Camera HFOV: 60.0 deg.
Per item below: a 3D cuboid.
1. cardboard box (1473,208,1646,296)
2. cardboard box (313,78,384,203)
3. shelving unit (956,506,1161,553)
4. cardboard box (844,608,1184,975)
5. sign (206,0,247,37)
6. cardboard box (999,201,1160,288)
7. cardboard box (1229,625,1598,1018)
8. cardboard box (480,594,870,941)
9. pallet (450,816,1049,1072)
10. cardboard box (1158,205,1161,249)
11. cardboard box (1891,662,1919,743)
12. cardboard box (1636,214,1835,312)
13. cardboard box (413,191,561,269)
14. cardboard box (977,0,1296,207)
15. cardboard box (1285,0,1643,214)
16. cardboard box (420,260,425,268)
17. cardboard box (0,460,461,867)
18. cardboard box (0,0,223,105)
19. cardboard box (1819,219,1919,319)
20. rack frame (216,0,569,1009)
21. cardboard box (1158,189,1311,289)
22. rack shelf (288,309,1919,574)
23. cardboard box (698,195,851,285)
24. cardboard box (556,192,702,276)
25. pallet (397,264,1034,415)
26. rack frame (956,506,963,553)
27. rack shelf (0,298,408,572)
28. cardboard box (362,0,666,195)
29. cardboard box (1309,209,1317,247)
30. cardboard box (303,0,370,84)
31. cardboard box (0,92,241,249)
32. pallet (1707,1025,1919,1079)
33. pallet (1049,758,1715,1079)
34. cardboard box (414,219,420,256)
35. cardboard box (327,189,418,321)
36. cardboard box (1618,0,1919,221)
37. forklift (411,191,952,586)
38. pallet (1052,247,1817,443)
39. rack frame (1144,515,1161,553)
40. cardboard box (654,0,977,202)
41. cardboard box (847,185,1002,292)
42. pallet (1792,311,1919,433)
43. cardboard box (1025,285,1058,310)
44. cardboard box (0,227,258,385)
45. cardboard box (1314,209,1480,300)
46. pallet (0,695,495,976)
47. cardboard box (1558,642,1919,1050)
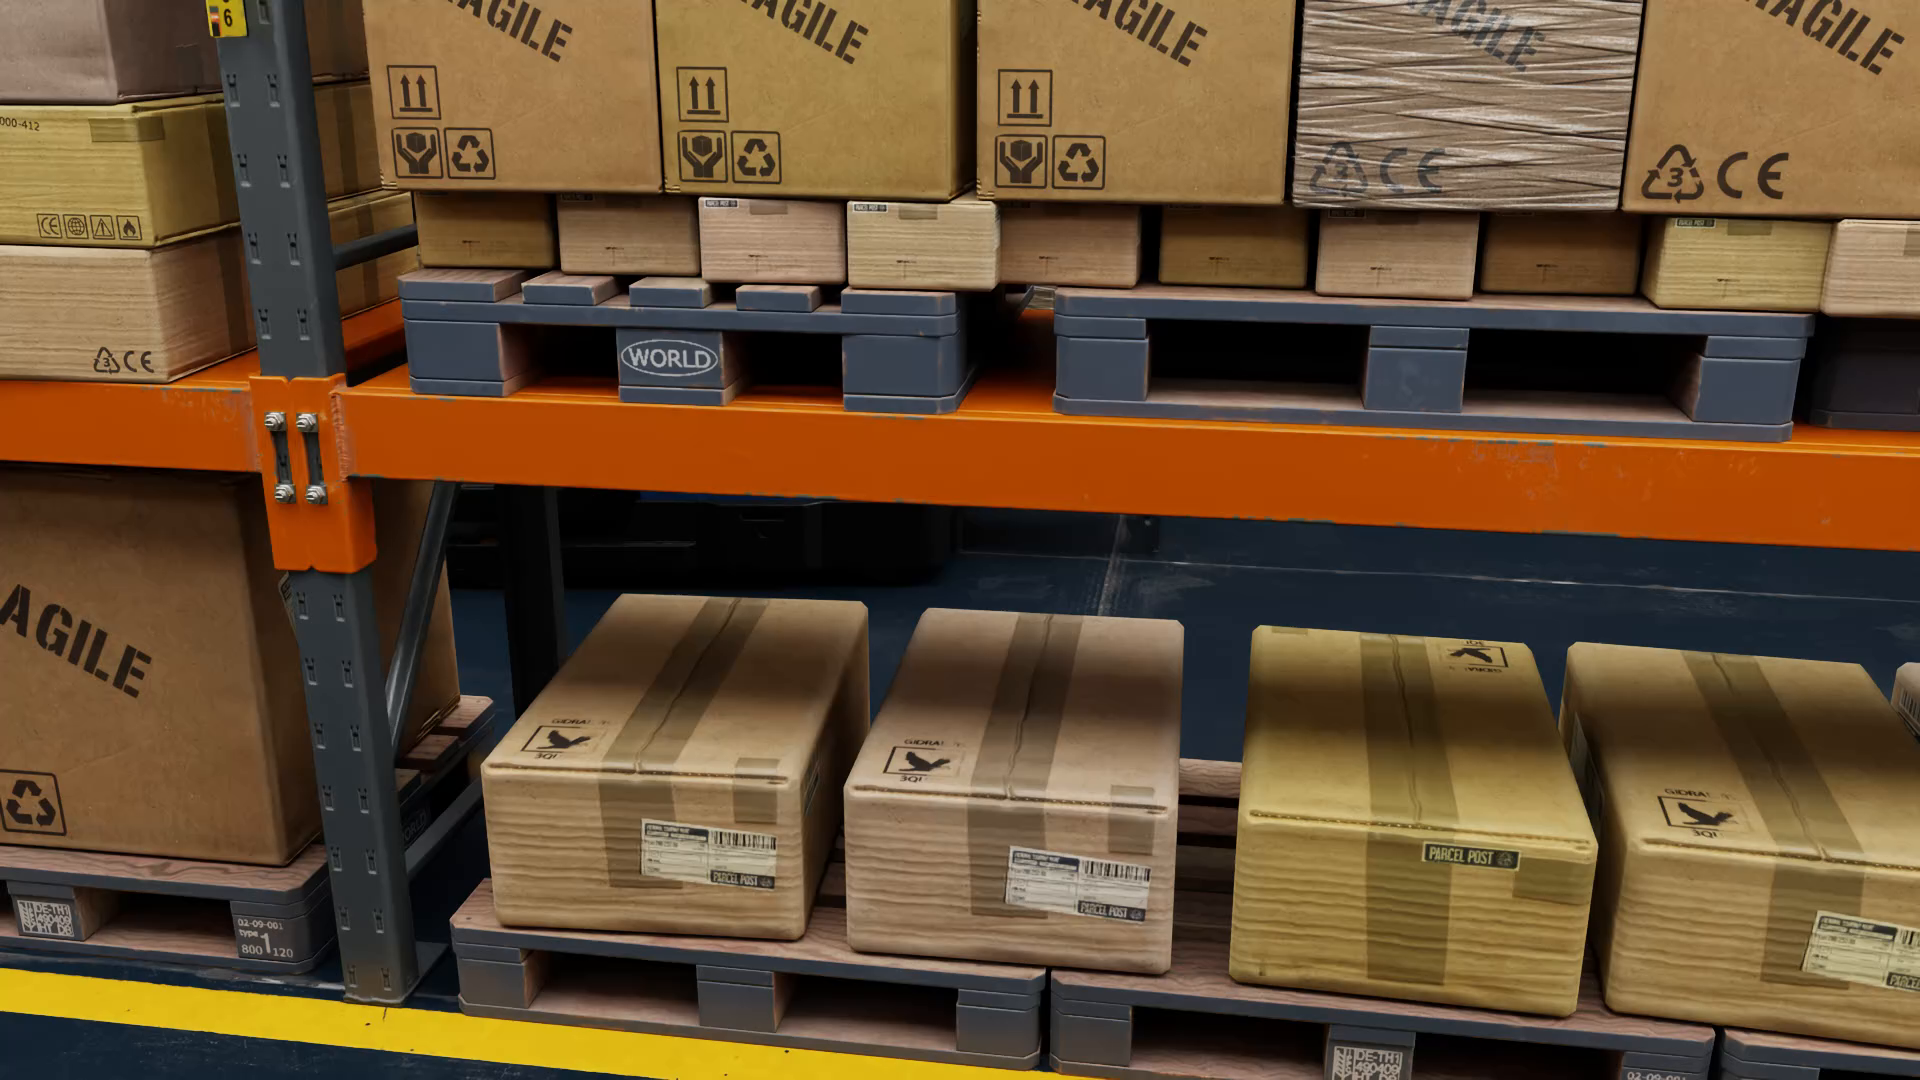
[{"bbox_3d":[1.017,-0.537,2.915,0.250,0.149,0.380,2,19,7],"label":"cardboard box"},{"bbox_3d":[-1.593,-0.887,3.674,0.500,0.250,0.500,3,19,8],"label":"cardboard box"},{"bbox_3d":[0.365,-0.727,6.112,0.755,1.500,0.431,0,19,1],"label":"shelving unit"},{"bbox_3d":[0.154,0.495,3.575,0.625,0.372,0.950,3,19,8],"label":"cardboard box"},{"bbox_3d":[-1.217,-0.993,2.718,0.005,0.325,0.100,3,19,9],"label":"sign"},{"bbox_3d":[0.215,-0.562,2.990,0.250,0.149,0.380,4,19,12],"label":"cardboard box"},{"bbox_3d":[0.902,0.535,3.455,0.625,0.372,0.950,4,19,10],"label":"cardboard box"},{"bbox_3d":[-0.576,0.461,3.678,0.625,0.372,0.950,2,19,5],"label":"cardboard box"},{"bbox_3d":[-0.361,0.744,3.746,1.213,0.211,1.003,3,19,9],"label":"pallet"},{"bbox_3d":[0.510,-0.689,3.368,0.250,0.149,0.380,3,19,9],"label":"cardboard box"},{"bbox_3d":[2.299,0.605,3.247,0.625,0.372,0.950,3,19,9],"label":"cardboard box"},{"bbox_3d":[1.260,-0.492,2.779,0.250,0.149,0.380,3,19,9],"label":"cardboard box"},{"bbox_3d":[-0.841,-0.623,3.172,0.250,0.149,0.380,2,19,5],"label":"cardboard box"},{"bbox_3d":[0.316,-0.862,2.863,0.500,0.500,0.500,3,19,10],"label":"cardboard box"},{"bbox_3d":[0.809,-0.834,2.780,0.500,0.500,0.500,2,19,7],"label":"cardboard box"},{"bbox_3d":[-2.837,-1.243,8.568,0.500,0.500,0.500,2,19,7],"label":"cardboard box"},{"bbox_3d":[-1.801,0.130,3.874,0.875,0.875,0.875,3,19,8],"label":"cardboard box"},{"bbox_3d":[-1.684,-1.083,3.080,0.500,0.500,0.500,2,19,7],"label":"cardboard box"},{"bbox_3d":[1.496,-0.468,2.709,0.250,0.149,0.380,3,19,9],"label":"cardboard box"},{"bbox_3d":[-1.132,-0.618,3.422,0.127,3.000,1.000,3,19,9],"label":"rack frame"},{"bbox_3d":[0.500,-0.560,2.984,0.250,0.149,0.380,4,19,11],"label":"cardboard box"},{"bbox_3d":[0.843,-0.176,3.235,4.000,0.370,1.077,3,19,9],"label":"rack shelf"},{"bbox_3d":[-0.304,-0.570,3.014,0.250,0.149,0.380,2,19,5],"label":"cardboard box"},{"bbox_3d":[-0.567,-0.598,3.098,0.250,0.149,0.380,2,19,5],"label":"cardboard box"},{"bbox_3d":[-0.412,-0.524,3.445,1.003,0.211,1.213,3,19,9],"label":"pallet"},{"bbox_3d":[-0.001,-0.728,6.116,0.023,1.500,0.400,0,19,1],"label":"rack frame"},{"bbox_3d":[-3.107,-0.377,3.837,4.000,0.370,1.077,3,19,9],"label":"rack shelf"},{"bbox_3d":[-0.725,-0.910,3.008,0.500,0.500,0.500,2,19,7],"label":"cardboard box"},{"bbox_3d":[0.771,-0.702,3.407,0.250,0.149,0.380,2,19,7],"label":"cardboard box"},{"bbox_3d":[-1.580,-1.241,3.551,0.500,0.500,0.500,2,19,7],"label":"cardboard box"},{"bbox_3d":[-1.651,-0.728,3.201,0.500,0.250,0.500,3,19,8],"label":"cardboard box"},{"bbox_3d":[2.048,0.867,3.379,1.213,0.211,1.003,3,19,9],"label":"pallet"},{"bbox_3d":[0.840,0.807,3.560,1.213,0.211,1.003,3,19,9],"label":"pallet"},{"bbox_3d":[-2.687,-1.548,8.458,0.250,0.149,0.380,4,19,11],"label":"cardboard box"},{"bbox_3d":[-1.575,-0.650,3.755,0.500,0.250,0.500,3,19,8],"label":"cardboard box"},{"bbox_3d":[1.326,-0.808,2.702,0.500,0.500,0.500,4,19,11],"label":"cardboard box"},{"bbox_3d":[-1.548,-1.396,5.856,3.031,2.935,1.130,0,19,1],"label":"forklift"},{"bbox_3d":[0.829,-0.440,3.193,1.213,0.211,1.003,3,19,9],"label":"pallet"},{"bbox_3d":[0.731,-0.725,6.107,0.023,1.500,0.400,0,19,1],"label":"rack frame"},{"bbox_3d":[-0.209,-0.886,2.936,0.500,0.500,0.500,4,19,11],"label":"cardboard box"},{"bbox_3d":[-0.036,-0.550,2.953,0.250,0.149,0.380,3,19,9],"label":"cardboard box"},{"bbox_3d":[2.086,-0.409,3.102,1.213,0.211,1.003,3,19,9],"label":"pallet"},{"bbox_3d":[0.265,-1.210,8.274,0.625,0.625,0.875,4,19,10],"label":"cardboard box"},{"bbox_3d":[-1.673,-0.491,3.279,0.500,0.250,0.500,2,19,7],"label":"cardboard box"},{"bbox_3d":[0.747,-0.527,2.884,0.250,0.149,0.380,4,19,10],"label":"cardboard box"},{"bbox_3d":[-1.899,0.641,4.054,1.213,0.211,1.003,3,19,9],"label":"pallet"},{"bbox_3d":[1.589,0.570,3.352,0.625,0.372,0.950,4,19,12],"label":"cardboard box"}]
